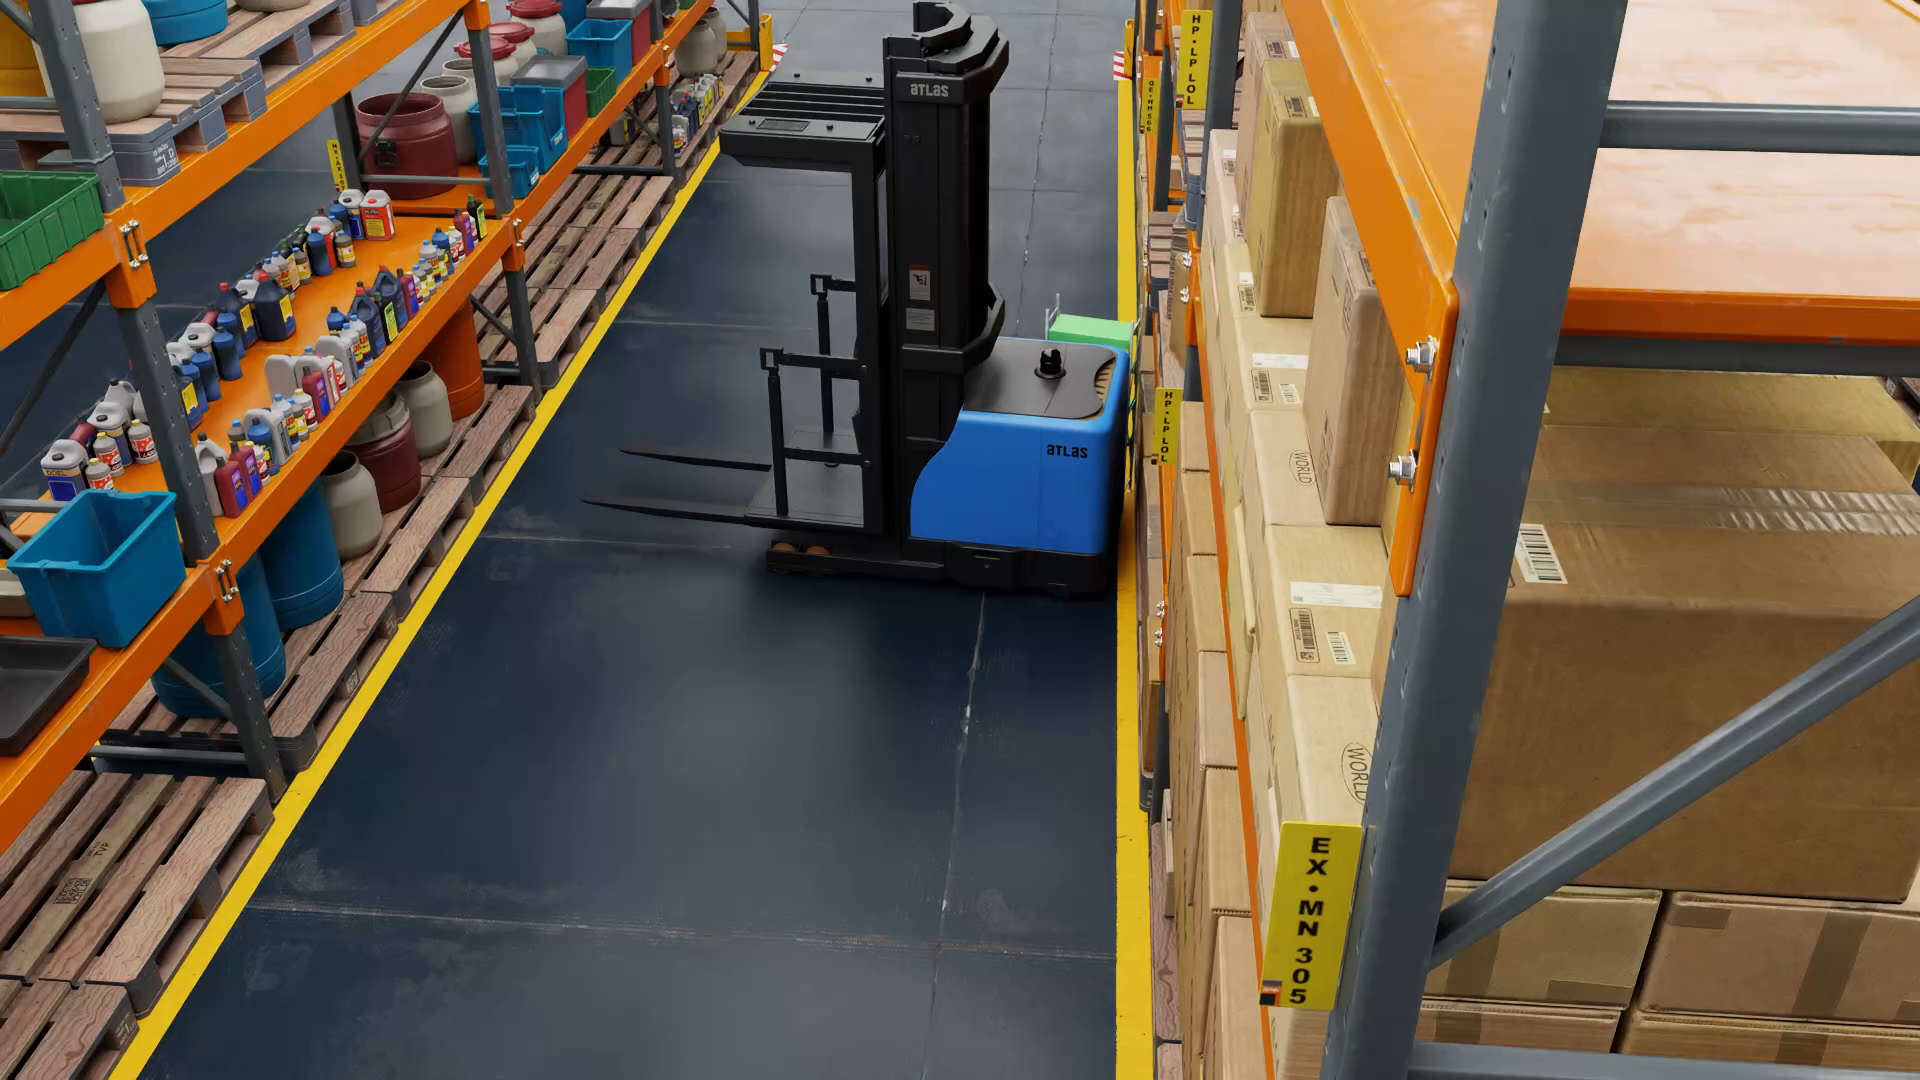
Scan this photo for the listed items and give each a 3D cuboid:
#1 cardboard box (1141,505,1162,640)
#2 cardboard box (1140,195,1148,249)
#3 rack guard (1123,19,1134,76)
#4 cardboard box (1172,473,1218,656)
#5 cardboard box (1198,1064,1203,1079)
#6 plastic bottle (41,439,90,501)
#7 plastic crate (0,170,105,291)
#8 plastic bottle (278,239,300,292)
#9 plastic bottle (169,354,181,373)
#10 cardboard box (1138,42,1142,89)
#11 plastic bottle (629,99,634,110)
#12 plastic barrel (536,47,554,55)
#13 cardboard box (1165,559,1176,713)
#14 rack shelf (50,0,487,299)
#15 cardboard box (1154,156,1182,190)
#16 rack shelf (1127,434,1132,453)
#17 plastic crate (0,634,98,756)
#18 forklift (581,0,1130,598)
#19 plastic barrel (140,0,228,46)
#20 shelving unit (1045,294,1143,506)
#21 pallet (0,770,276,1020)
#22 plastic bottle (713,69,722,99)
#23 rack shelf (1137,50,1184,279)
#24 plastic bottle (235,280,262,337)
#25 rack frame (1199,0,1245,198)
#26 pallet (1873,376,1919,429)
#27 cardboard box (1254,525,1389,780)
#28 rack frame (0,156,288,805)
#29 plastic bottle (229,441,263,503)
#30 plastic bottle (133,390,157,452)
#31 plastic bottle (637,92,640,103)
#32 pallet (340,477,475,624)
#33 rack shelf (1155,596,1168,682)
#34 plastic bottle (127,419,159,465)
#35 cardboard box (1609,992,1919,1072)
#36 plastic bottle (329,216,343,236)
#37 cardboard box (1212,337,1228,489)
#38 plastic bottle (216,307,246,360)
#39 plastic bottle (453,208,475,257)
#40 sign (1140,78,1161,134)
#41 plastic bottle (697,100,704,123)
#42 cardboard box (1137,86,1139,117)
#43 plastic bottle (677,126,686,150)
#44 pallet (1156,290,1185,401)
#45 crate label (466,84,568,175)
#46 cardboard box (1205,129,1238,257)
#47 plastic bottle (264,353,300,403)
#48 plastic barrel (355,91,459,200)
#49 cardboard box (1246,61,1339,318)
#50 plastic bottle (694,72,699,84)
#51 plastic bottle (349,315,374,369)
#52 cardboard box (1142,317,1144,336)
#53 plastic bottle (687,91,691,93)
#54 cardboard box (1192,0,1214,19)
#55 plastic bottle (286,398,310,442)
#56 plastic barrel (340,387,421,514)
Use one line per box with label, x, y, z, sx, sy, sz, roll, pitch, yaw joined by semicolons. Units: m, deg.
cardboard box;1.176;0.176;8.348;0.500;0.500;0.500;3;32;5
cardboard box;1.577;-2.331;12.139;0.500;0.311;0.500;3;32;5
rack guard;2.310;-5.133;17.383;1.175;0.500;0.348;2;32;4
cardboard box;0.971;0.126;5.418;0.500;0.500;0.500;2;32;2
cardboard box;0.810;1.622;3.944;0.500;0.500;0.500;3;32;4
plastic bottle;-3.895;-0.290;7.261;0.152;0.276;0.135;2;32;4
plastic crate;-3.338;-1.076;5.759;0.450;0.188;0.662;2;32;4
plastic bottle;-3.750;-1.522;9.252;0.061;0.283;0.133;2;32;4
plastic bottle;-3.824;-0.745;7.999;0.152;0.276;0.135;2;32;4
cardboard box;1.918;-4.457;15.409;0.500;0.500;0.500;2;32;4
plastic bottle;-3.042;-3.965;15.274;0.061;0.283;0.133;2;32;4
plastic barrel;-3.214;-3.562;12.583;0.301;0.262;0.301;0;32;0
cardboard box;1.018;0.303;6.085;0.500;0.500;0.500;3;32;5
rack shelf;-3.442;-2.140;7.970;1.077;0.370;4.000;2;32;4
cardboard box;1.455;-2.377;10.767;0.380;0.149;0.250;2;32;4
rack shelf;0.759;-0.540;9.843;0.480;0.148;0.258;10;33;15
plastic crate;-3.428;0.565;5.959;0.437;0.125;0.590;2;32;4
forklift;-0.615;-1.310;8.861;3.031;2.935;1.130;6;32;9
plastic barrel;-3.619;-2.691;7.301;0.600;0.901;0.708;2;32;4
shelving unit;0.759;-0.799;9.683;0.503;1.200;0.258;10;33;15
pallet;-3.626;1.450;6.976;1.003;0.211;1.213;2;32;4
plastic bottle;-2.332;-4.388;15.961;0.061;0.283;0.133;3;32;5
rack shelf;1.820;-2.741;11.804;1.077;0.370;4.000;2;32;4
plastic bottle;-3.750;-1.224;8.776;0.152;0.276;0.135;2;32;4
rack frame;1.332;-2.464;4.951;1.000;3.000;0.127;2;32;4
pallet;6.660;-1.013;10.973;1.003;0.211;1.213;2;32;4
cardboard box;0.834;0.215;3.130;0.500;0.250;0.500;2;32;4
rack frame;-3.605;-0.123;6.871;1.000;3.000;0.127;2;32;4
plastic bottle;-3.139;-0.317;7.297;0.061;0.283;0.133;2;32;4
plastic bottle;-3.713;-0.591;7.677;0.144;0.351;0.185;2;32;4
plastic bottle;-3.114;-4.310;15.846;0.097;0.271;0.097;0;32;0
pallet;-3.404;0.022;9.293;1.003;0.211;1.213;2;32;4
rack shelf;1.169;1.442;5.017;1.077;0.370;4.000;2;32;4
plastic bottle;-3.740;-0.454;7.597;0.097;0.201;0.097;0;32;0
cardboard box;1.301;0.711;2.801;0.500;0.250;0.500;2;32;4
plastic bottle;-3.682;-1.807;9.794;0.097;0.201;0.097;0;32;0
cardboard box;0.958;-0.357;4.534;0.500;0.250;0.500;2;32;4
plastic bottle;-3.741;-1.064;8.520;0.097;0.271;0.097;0;32;0
plastic bottle;-2.906;-1.815;9.727;0.061;0.283;0.133;2;32;4
sign;1.104;-2.516;9.651;0.100;0.325;0.005;2;32;4
plastic bottle;-2.413;-3.953;15.333;0.097;0.201;0.097;0;32;0
cardboard box;1.919;-4.138;15.606;0.500;0.250;0.500;2;32;4
plastic bottle;-2.474;-3.557;14.691;0.097;0.201;0.097;0;32;0
pallet;1.503;-0.903;8.319;1.003;0.211;1.213;2;32;4
crate label;-2.929;-2.738;11.080;0.502;0.435;0.616;2;32;4
cardboard box;1.044;-1.092;5.251;0.500;0.250;0.500;2;32;4
plastic bottle;-3.264;-0.787;8.066;0.152;0.276;0.135;2;32;4
plastic barrel;-3.544;-2.528;10.644;0.600;0.536;0.708;2;32;4
cardboard box;1.113;-0.882;4.195;0.700;0.500;0.500;2;32;4
plastic bottle;-2.495;-4.324;15.857;0.061;0.283;0.133;2;32;4
plastic bottle;-3.049;-1.010;8.433;0.097;0.271;0.097;0;32;0
cardboard box;1.457;-1.295;10.993;0.500;0.250;0.500;3;32;5
plastic bottle;-2.533;-4.107;15.584;0.097;0.201;0.097;0;32;0
cardboard box;1.571;-2.553;7.859;0.910;0.500;0.500;2;32;4
plastic bottle;-3.113;-0.566;7.779;0.097;0.201;0.097;0;32;0
plastic barrel;-3.394;-0.520;9.413;0.600;0.588;0.708;2;32;4
